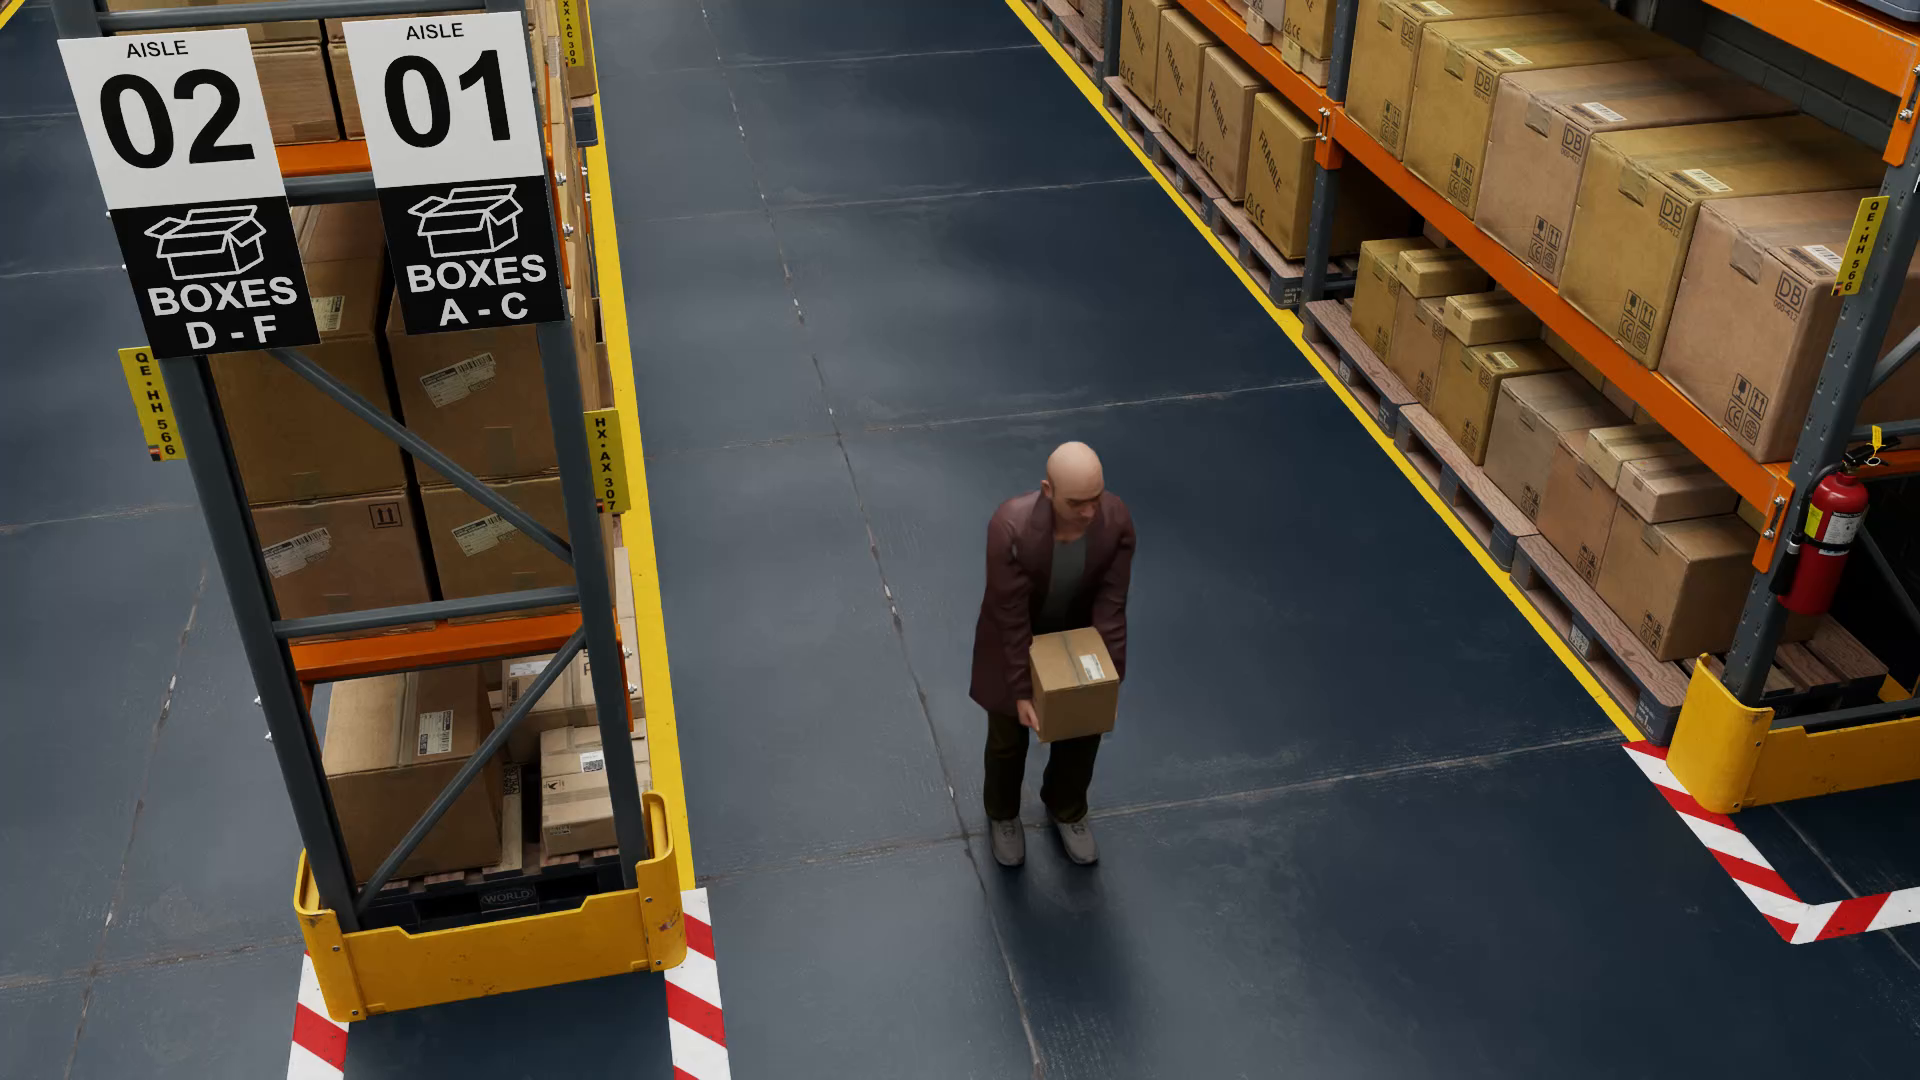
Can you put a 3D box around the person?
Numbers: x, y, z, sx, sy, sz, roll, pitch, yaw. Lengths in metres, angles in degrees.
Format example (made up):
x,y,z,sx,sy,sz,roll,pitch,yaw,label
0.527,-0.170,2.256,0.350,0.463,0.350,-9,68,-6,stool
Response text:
x,y,z,sx,sy,sz,roll,pitch,yaw,label
0.307,0.395,5.604,0.528,1.744,0.599,-8,35,-11,person
